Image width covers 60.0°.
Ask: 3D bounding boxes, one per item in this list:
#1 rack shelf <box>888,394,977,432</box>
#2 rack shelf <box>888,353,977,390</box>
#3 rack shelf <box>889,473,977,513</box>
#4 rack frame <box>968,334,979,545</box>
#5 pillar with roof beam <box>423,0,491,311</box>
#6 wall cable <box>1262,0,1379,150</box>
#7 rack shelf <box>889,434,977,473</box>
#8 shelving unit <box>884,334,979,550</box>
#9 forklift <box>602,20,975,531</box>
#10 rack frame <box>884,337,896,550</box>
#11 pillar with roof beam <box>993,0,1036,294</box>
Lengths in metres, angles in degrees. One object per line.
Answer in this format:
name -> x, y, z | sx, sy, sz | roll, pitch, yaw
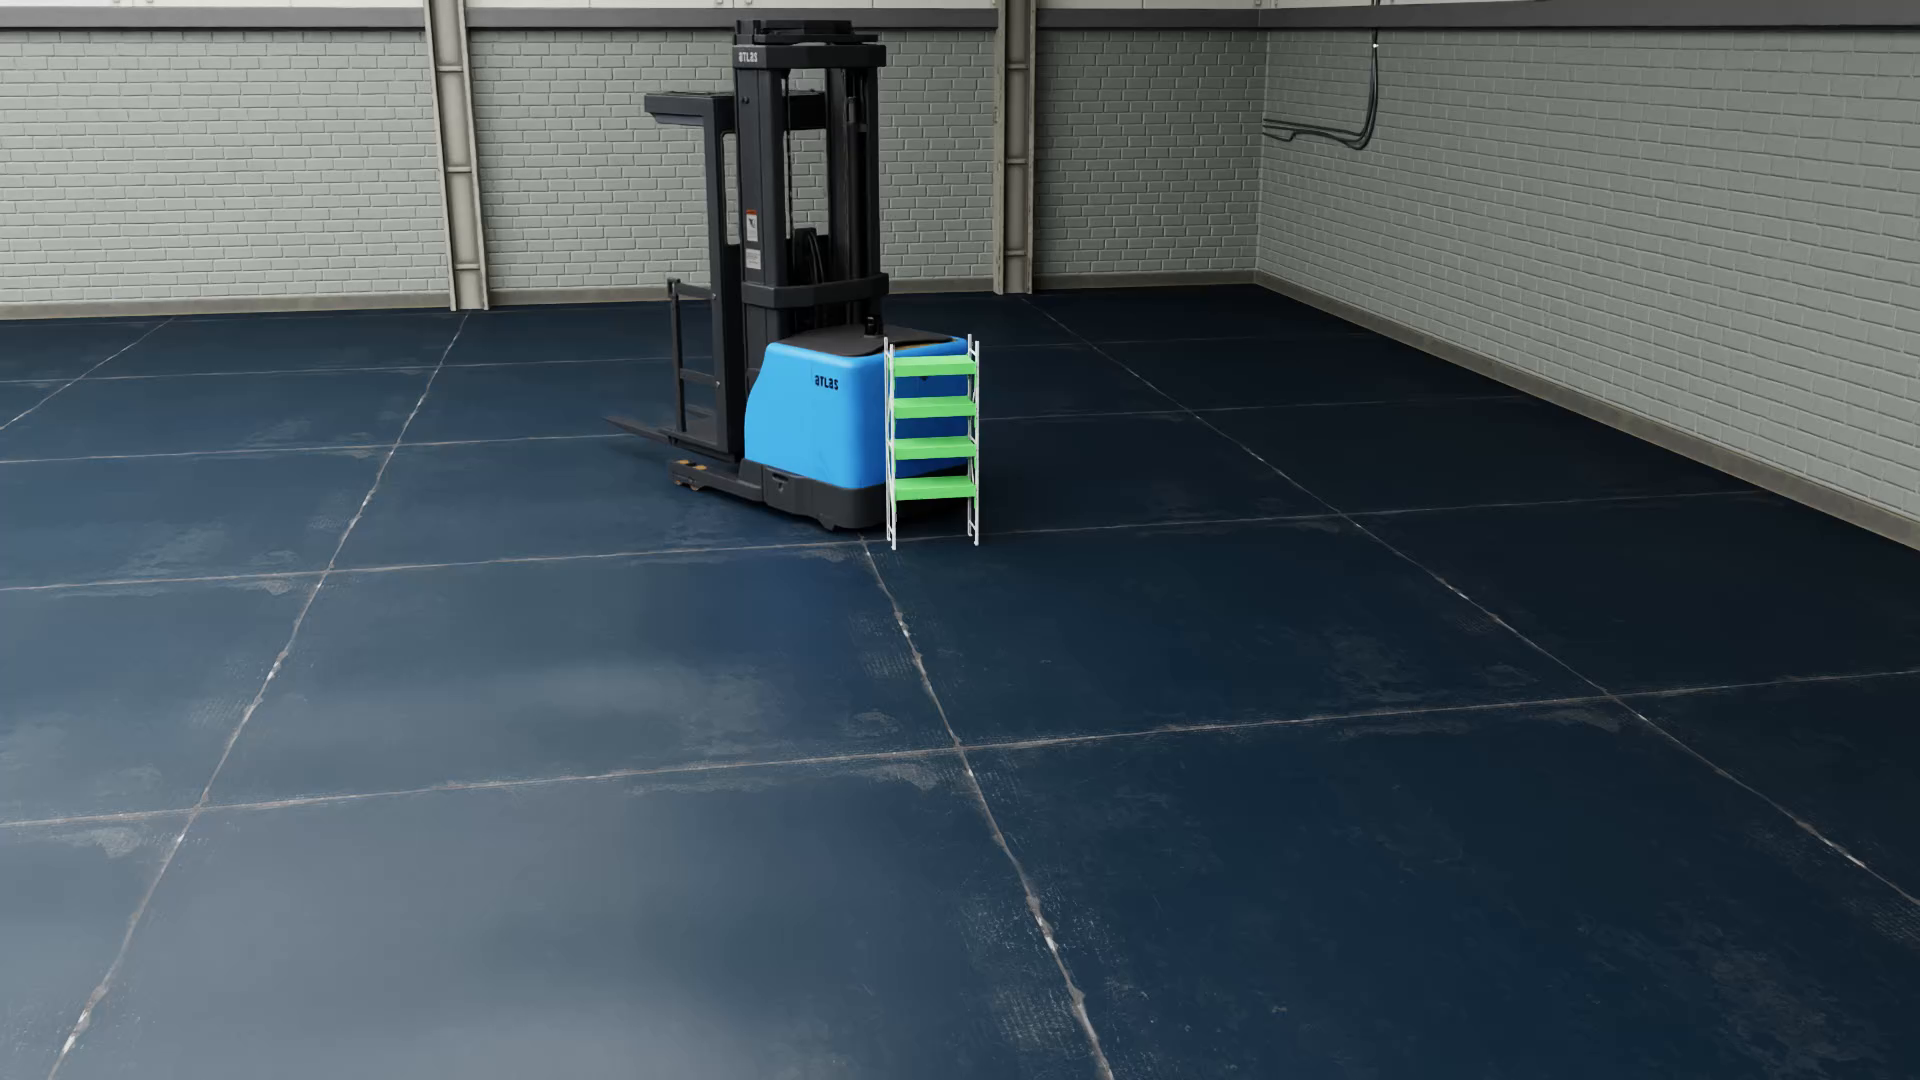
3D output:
rack shelf -> -0.163, -0.733, 9.554 | 0.480, 0.148, 0.258 | -3, 17, -10
rack shelf -> -0.163, -0.962, 9.483 | 0.480, 0.148, 0.258 | -3, 17, -10
rack shelf -> -0.163, -0.274, 9.695 | 0.480, 0.148, 0.258 | -3, 17, -10
rack frame -> 0.077, -0.578, 9.650 | 0.015, 1.200, 0.240 | -3, 17, -10
pillar with roof beam -> -4.471, -5.572, 12.626 | 0.400, 9.000, 9.100 | -3, 17, -10
wall cable -> 3.747, -5.446, 17.504 | 0.112, 2.526, 3.097 | -3, 17, -10
rack shelf -> -0.163, -0.503, 9.624 | 0.480, 0.148, 0.258 | -3, 17, -10
shelving unit -> -0.163, -0.564, 9.606 | 0.503, 1.200, 0.258 | -3, 17, -10
forklift -> -1.286, -1.814, 10.726 | 1.130, 2.935, 3.031 | -16, 23, -41
rack frame -> -0.402, -0.551, 9.561 | 0.015, 1.200, 0.240 | -3, 17, -10
pillar with roof beam -> 1.420, -5.906, 13.714 | 0.400, 9.000, 9.100 | -3, 17, -10
